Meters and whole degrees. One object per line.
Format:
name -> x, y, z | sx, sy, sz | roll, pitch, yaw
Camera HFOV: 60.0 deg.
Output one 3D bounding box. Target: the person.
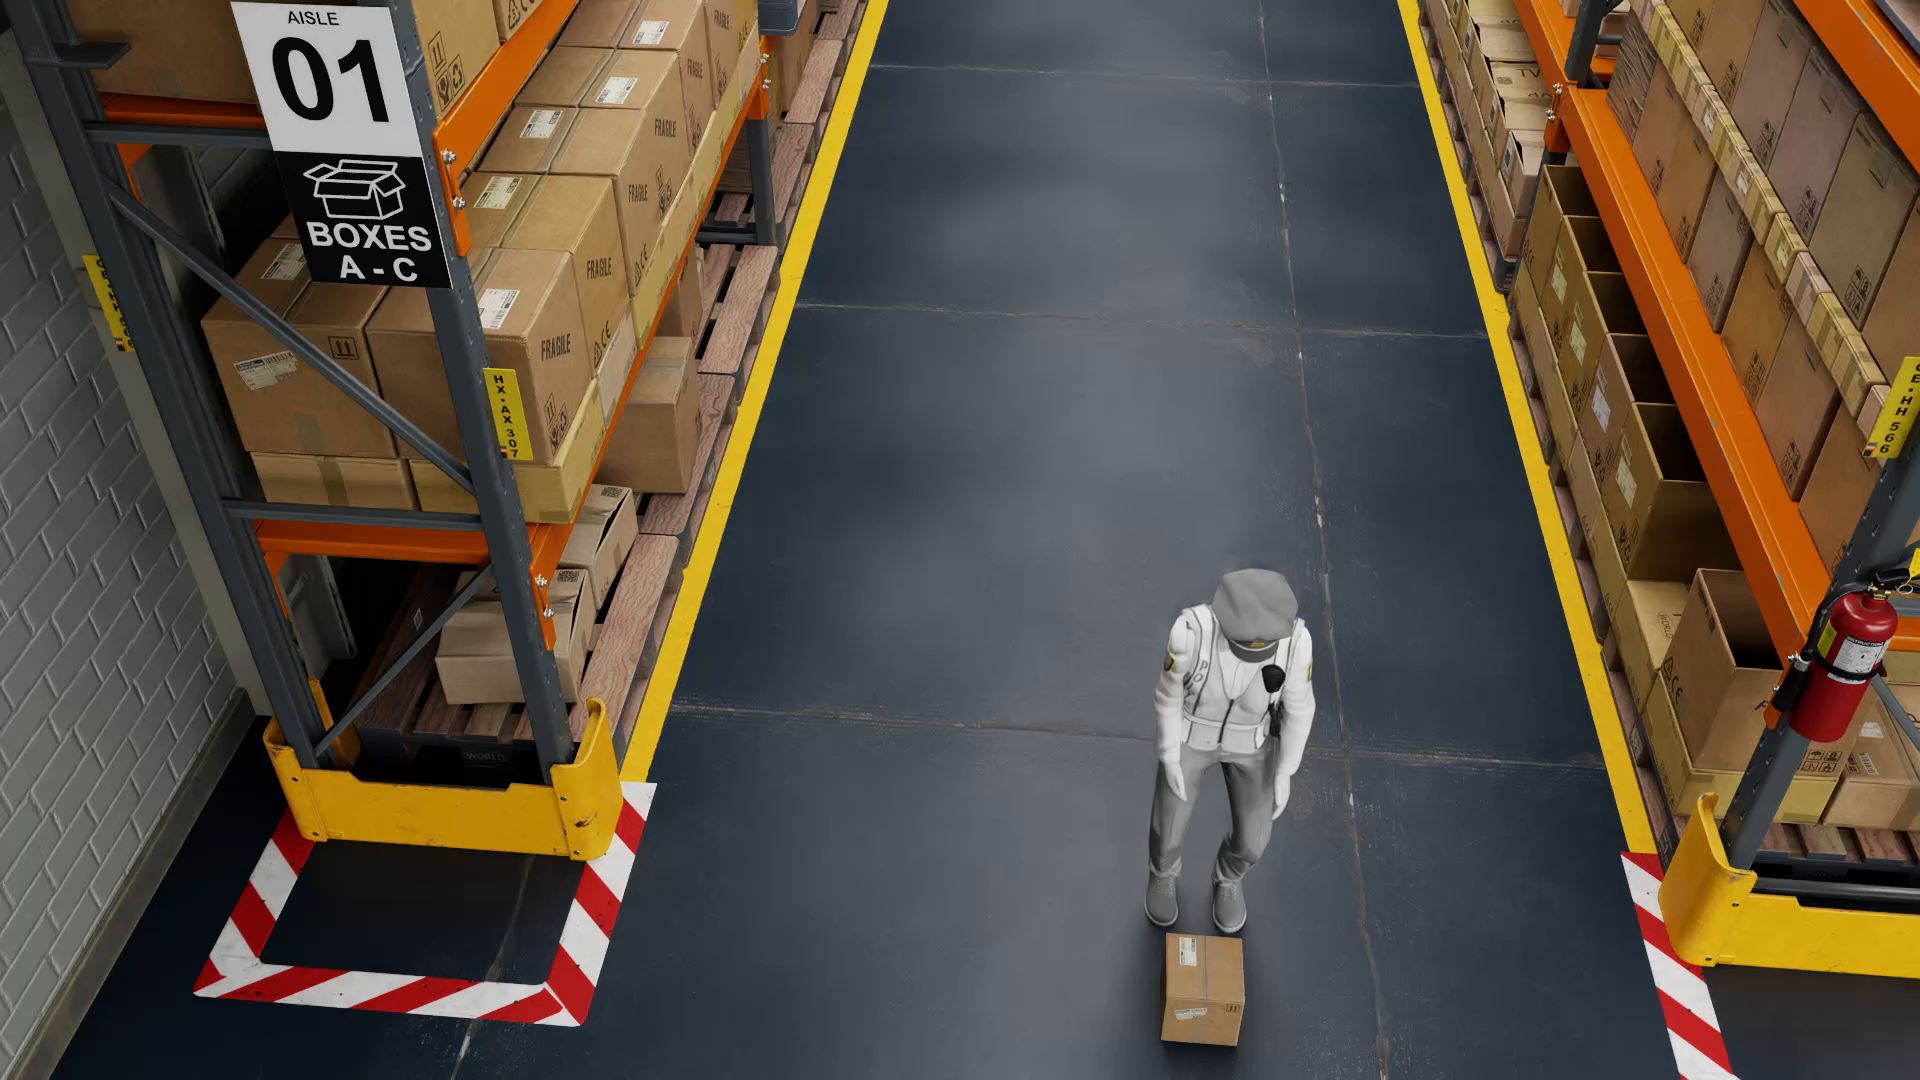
person -> 0.868, 0.688, 5.401 | 0.508, 1.604, 0.485 | 4, 40, 5
